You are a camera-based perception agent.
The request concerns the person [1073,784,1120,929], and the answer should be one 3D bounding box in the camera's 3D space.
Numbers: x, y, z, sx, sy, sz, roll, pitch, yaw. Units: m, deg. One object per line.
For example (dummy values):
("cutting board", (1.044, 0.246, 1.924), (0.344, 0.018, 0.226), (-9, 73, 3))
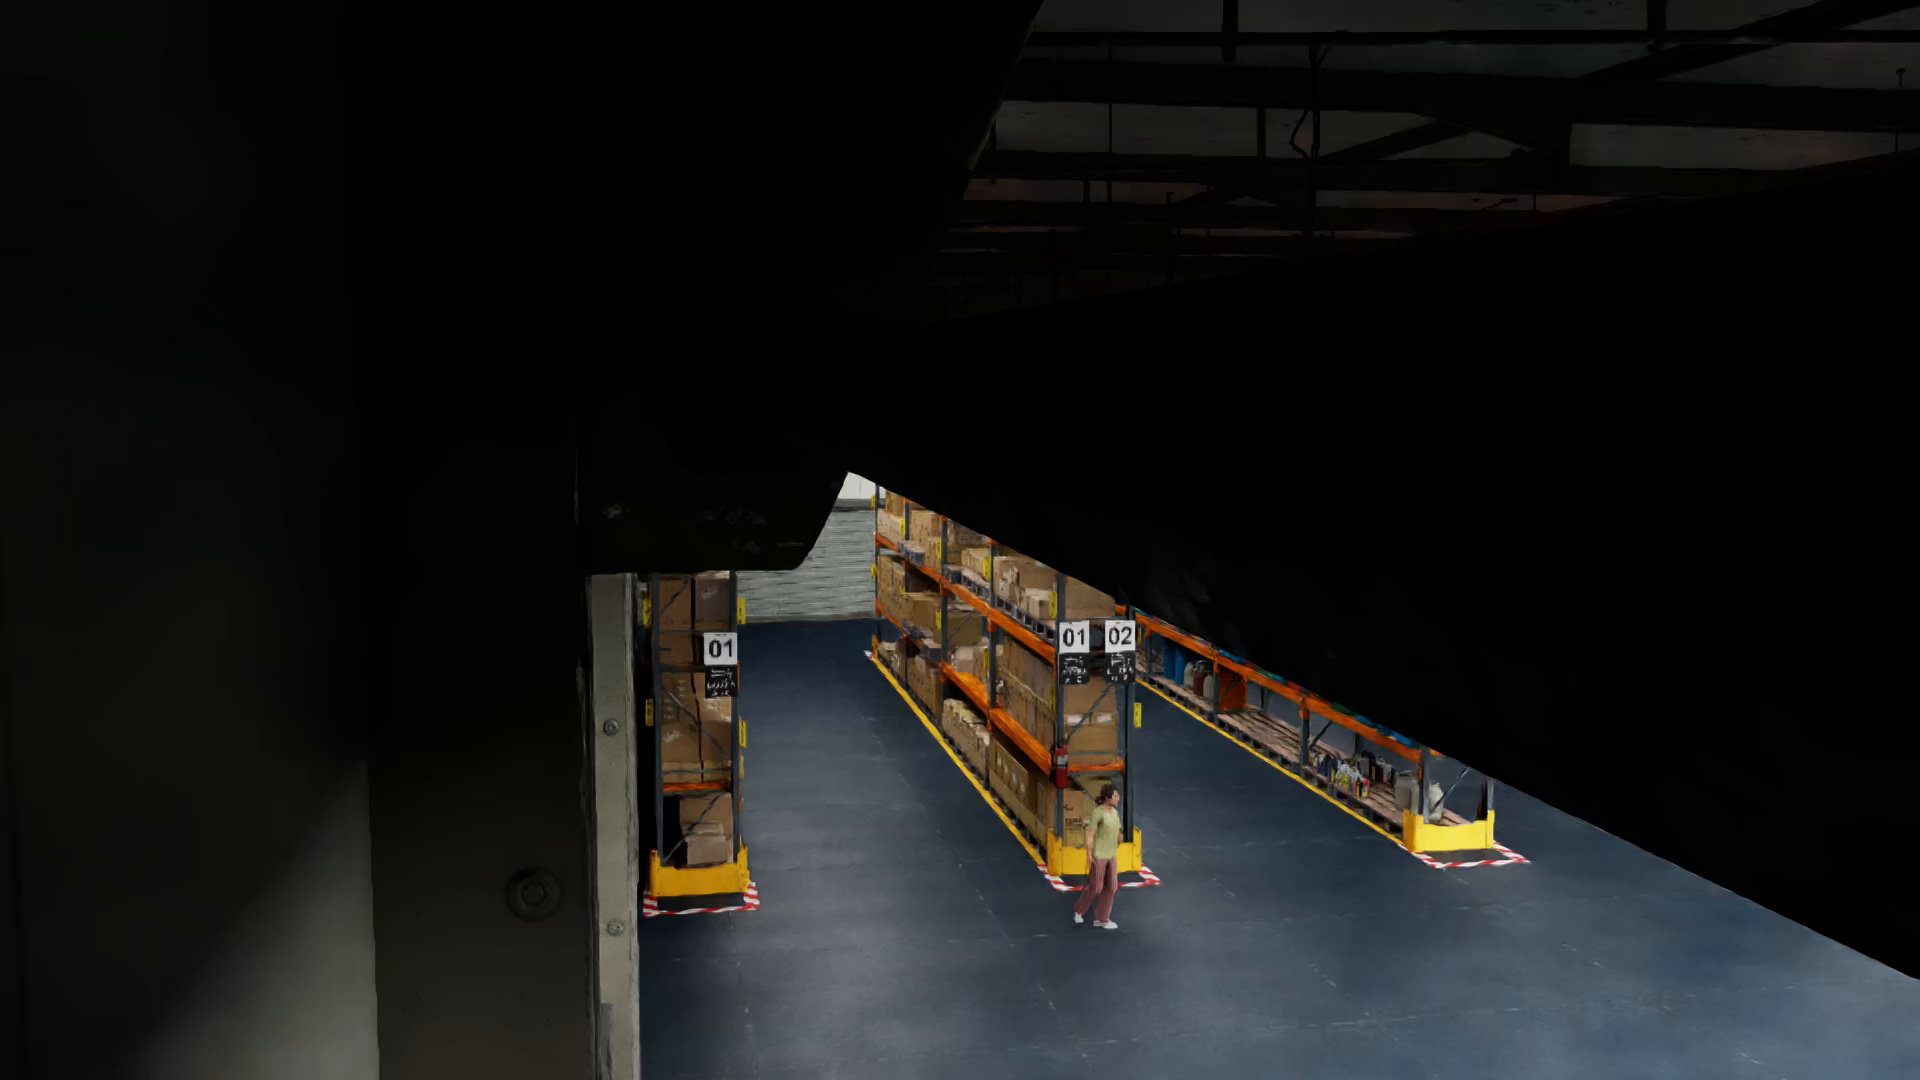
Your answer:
("person", (1.550, 3.573, 18.889), (0.534, 1.659, 0.502), (5, 8, 43))
